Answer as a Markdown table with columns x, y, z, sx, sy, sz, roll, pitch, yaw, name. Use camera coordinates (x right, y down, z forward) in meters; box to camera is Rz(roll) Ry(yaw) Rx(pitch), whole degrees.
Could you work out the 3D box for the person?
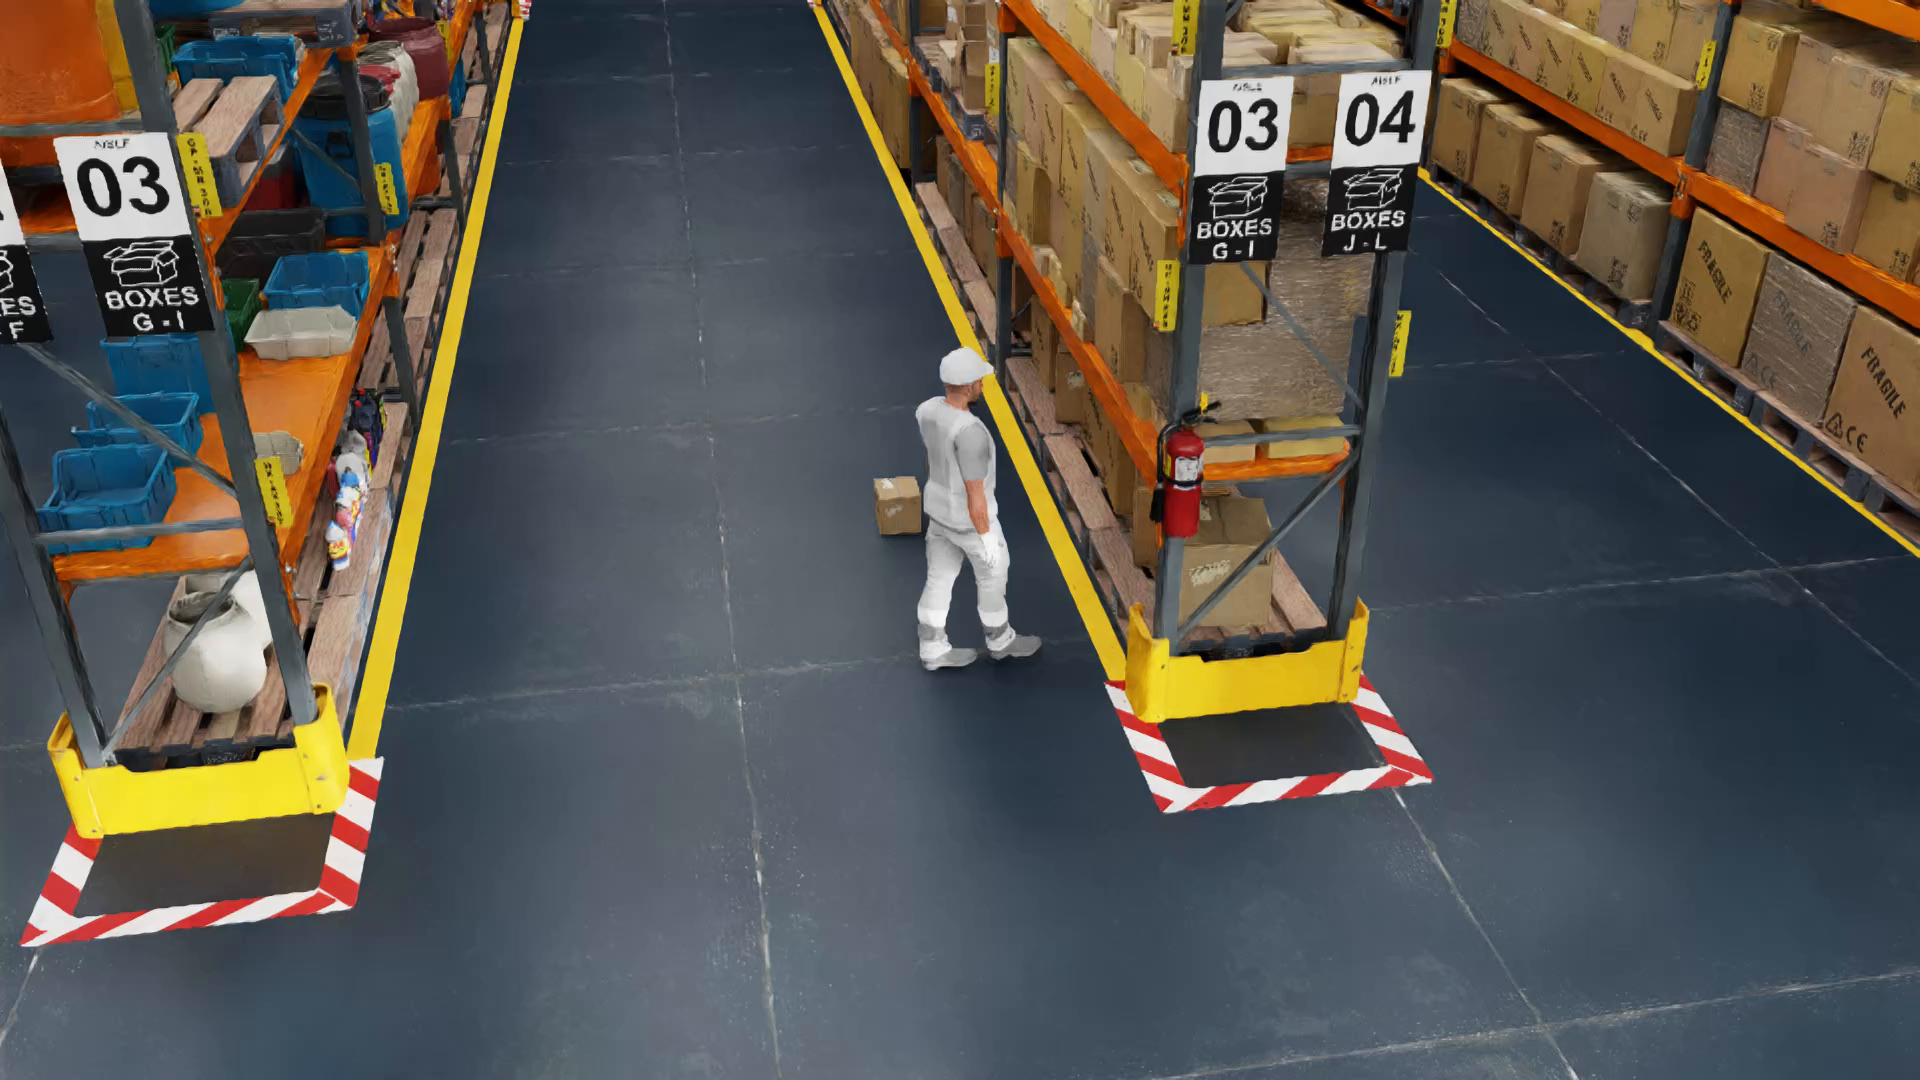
| x | y | z | sx | sy | sz | roll | pitch | yaw | name |
| --- | --- | --- | --- | --- | --- | --- | --- | --- | --- |
| 0.093 | -0.160 | 8.370 | 0.615 | 1.786 | 0.664 | -22 | 37 | -32 | person |
